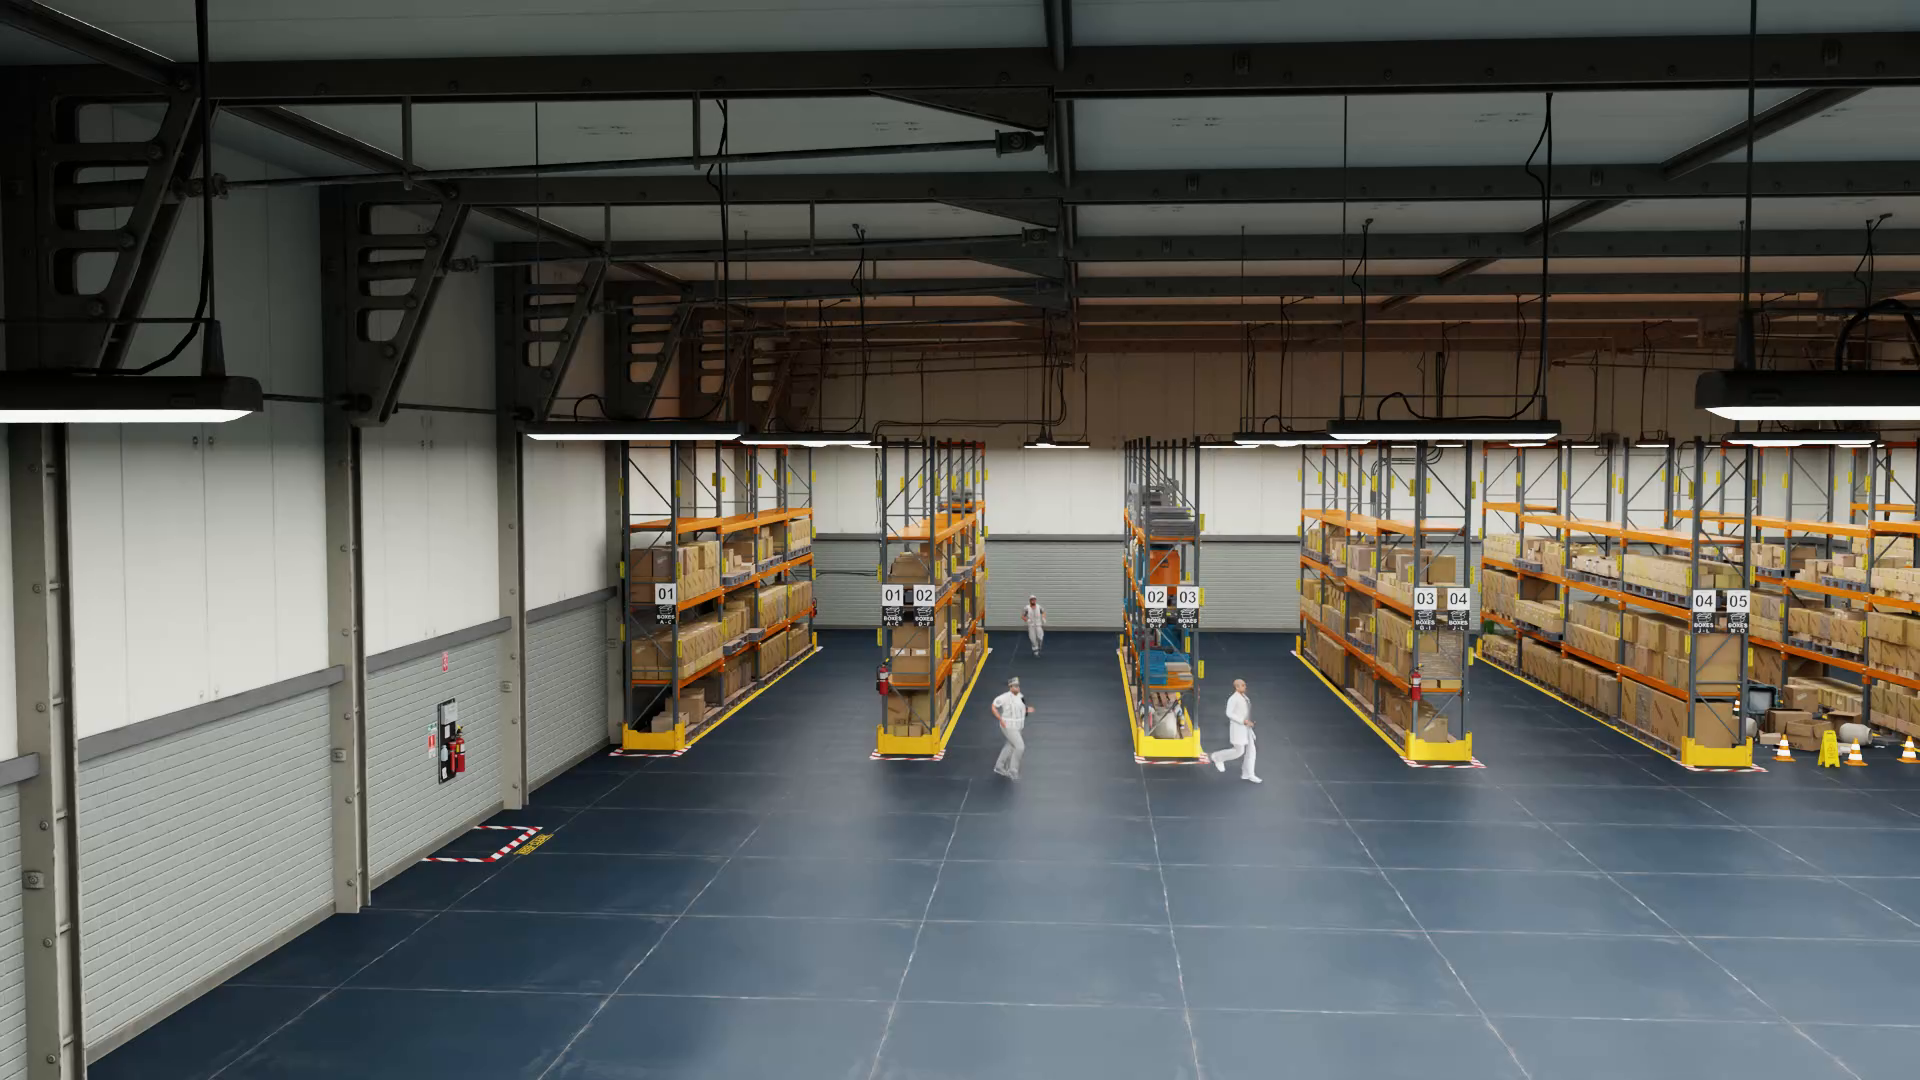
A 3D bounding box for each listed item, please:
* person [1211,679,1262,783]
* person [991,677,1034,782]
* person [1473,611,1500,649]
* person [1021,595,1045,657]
[{"bbox_3d":[4.835,3.305,28.960,0.923,1.779,0.724,2,4,34],"label":"person"},{"bbox_3d":[0.930,3.309,29.030,0.777,1.854,0.624,2,4,32],"label":"person"},{"bbox_3d":[15.121,2.277,47.527,1.014,1.759,0.720,1,3,10],"label":"person"},{"bbox_3d":[2.048,2.370,45.907,0.691,1.700,0.505,0,3,-7],"label":"person"}]
